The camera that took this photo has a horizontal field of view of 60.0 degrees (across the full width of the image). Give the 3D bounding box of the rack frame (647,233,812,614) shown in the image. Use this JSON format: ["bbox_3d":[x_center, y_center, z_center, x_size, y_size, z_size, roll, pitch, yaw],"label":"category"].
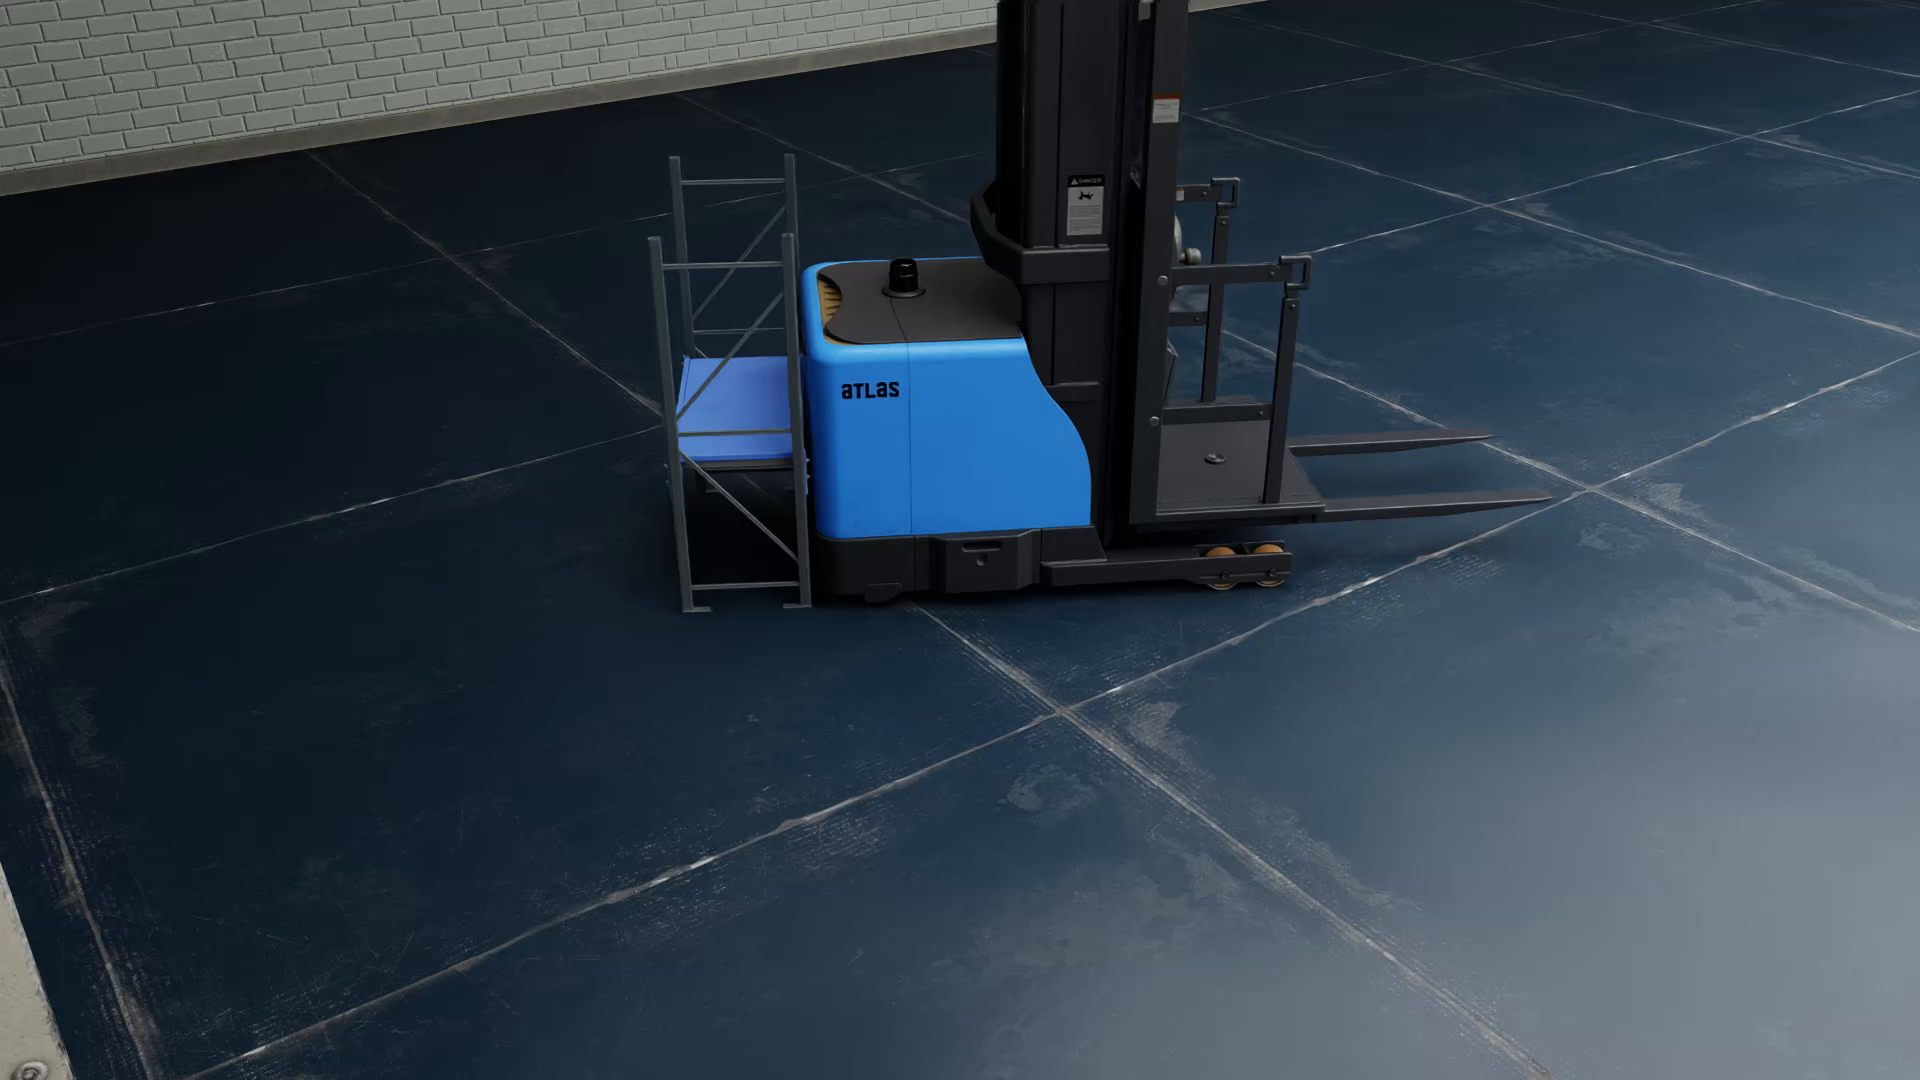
[{"bbox_3d":[-0.829,-0.392,6.116,0.500,1.500,0.032,-2,29,-4],"label":"rack frame"}]

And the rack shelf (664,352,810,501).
[{"bbox_3d":[-0.871,-0.475,6.647,0.538,0.185,1.000,-2,29,-4],"label":"rack shelf"}]

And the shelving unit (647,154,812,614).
[{"bbox_3d":[-0.871,-0.633,6.561,0.538,1.500,1.048,-2,29,-4],"label":"shelving unit"}]

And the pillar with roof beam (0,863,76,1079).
[{"bbox_3d":[1.161,-3.622,4.207,9.100,9.000,0.400,-19,34,-31],"label":"pillar with roof beam"}]

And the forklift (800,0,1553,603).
[{"bbox_3d":[0.891,-1.338,6.359,3.031,2.935,1.130,-3,29,-6],"label":"forklift"}]

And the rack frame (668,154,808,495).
[{"bbox_3d":[-0.914,-0.875,7.006,0.500,1.500,0.032,-2,29,-4],"label":"rack frame"}]
